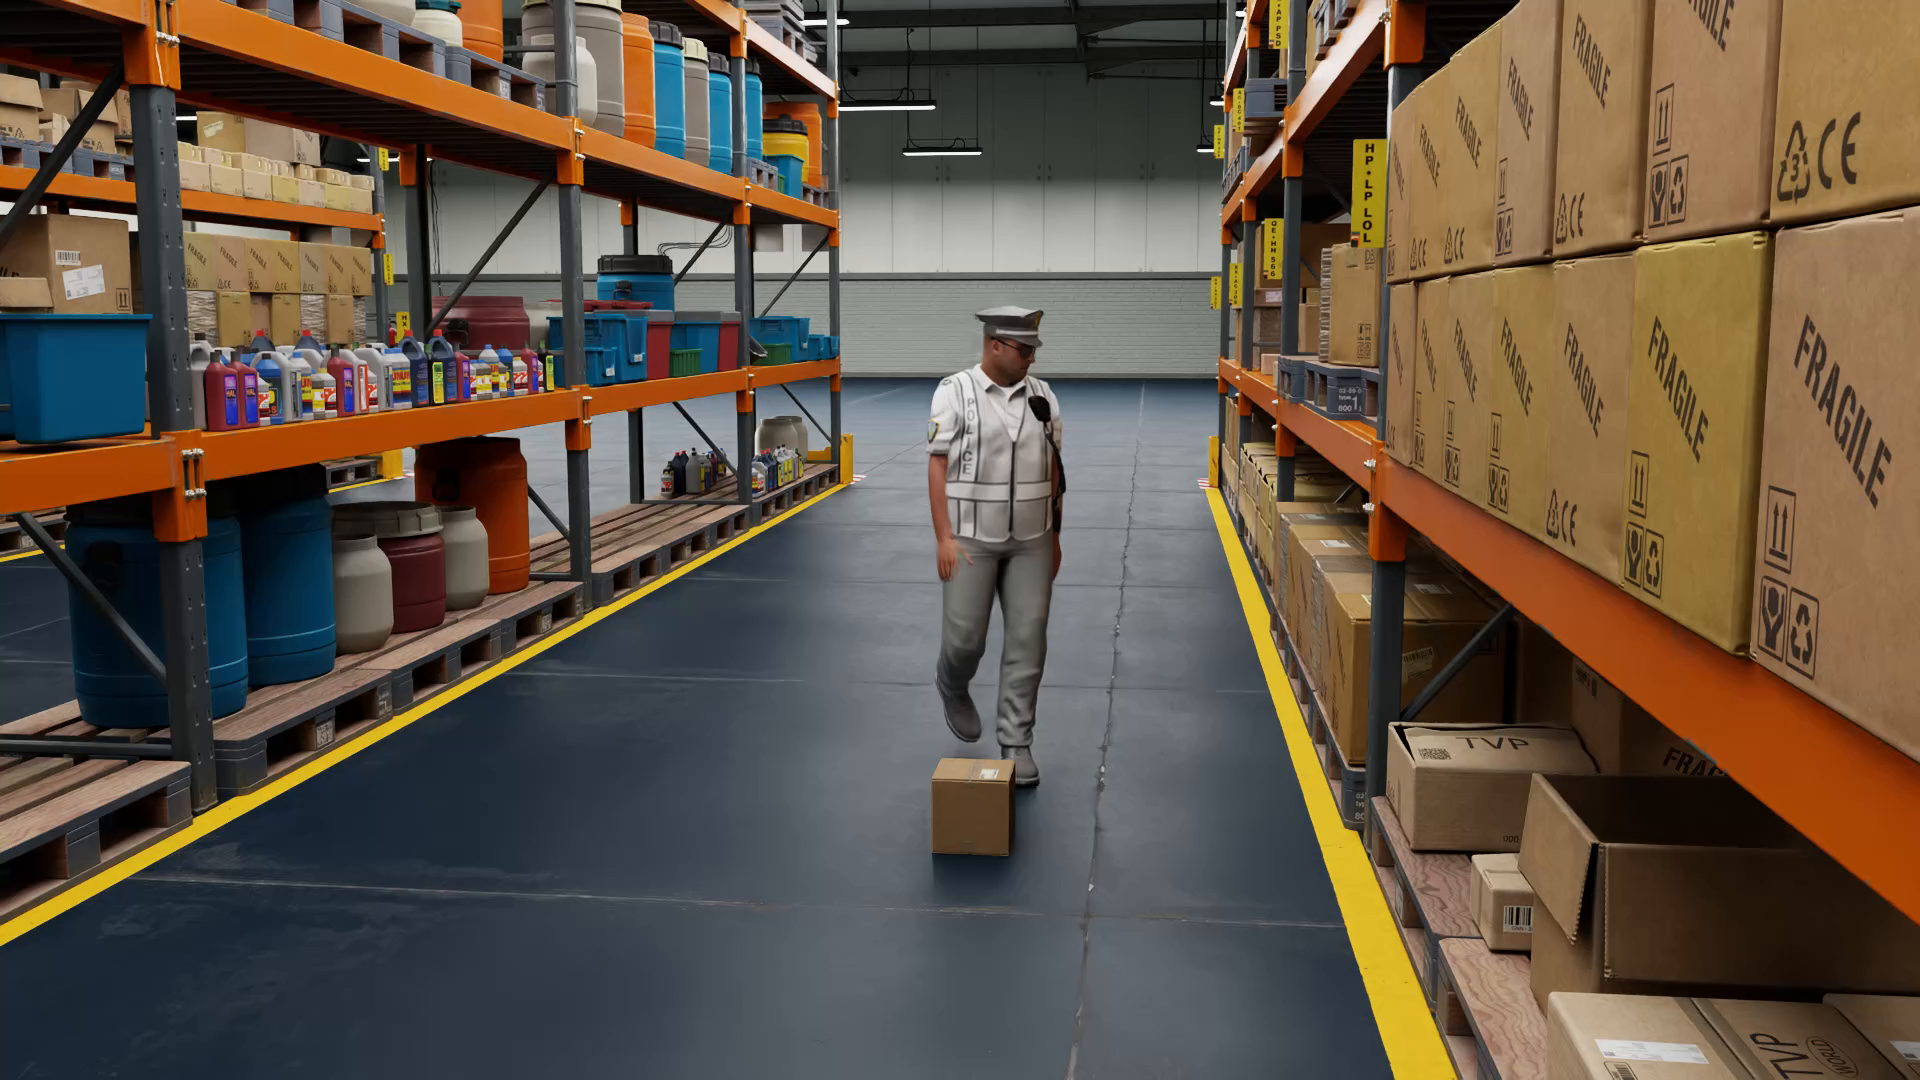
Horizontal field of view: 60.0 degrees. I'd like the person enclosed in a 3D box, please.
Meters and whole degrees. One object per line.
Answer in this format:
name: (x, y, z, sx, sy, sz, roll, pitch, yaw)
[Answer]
person: (0.140, -0.006, 6.279, 0.547, 1.742, 0.722, -2, 8, -14)
